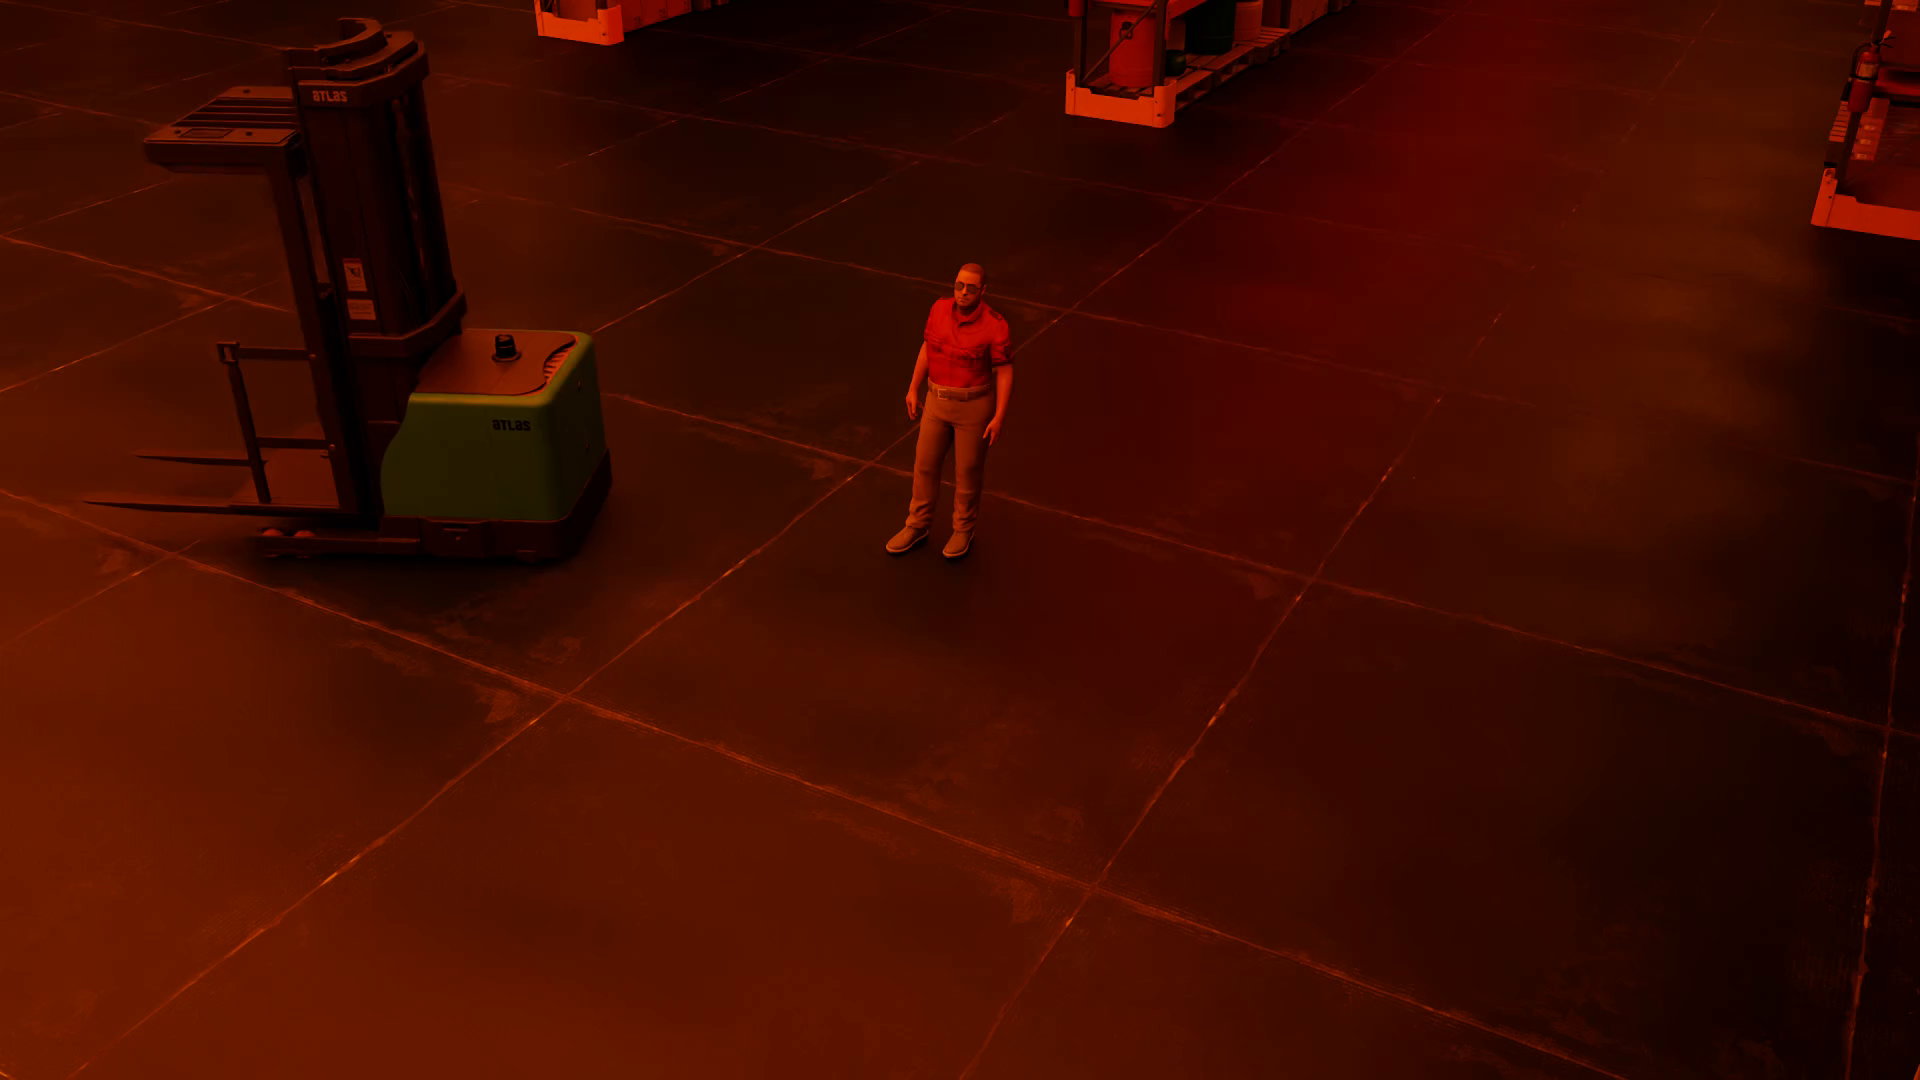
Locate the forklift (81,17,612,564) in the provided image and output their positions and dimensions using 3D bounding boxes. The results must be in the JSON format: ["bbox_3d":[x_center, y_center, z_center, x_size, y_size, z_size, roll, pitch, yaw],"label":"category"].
[{"bbox_3d":[-3.738,-1.419,9.529,3.031,2.935,1.130,2,30,4],"label":"forklift"}]

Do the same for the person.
[{"bbox_3d":[-0.054,-0.719,9.504,0.640,1.727,0.551,15,33,25],"label":"person"}]
